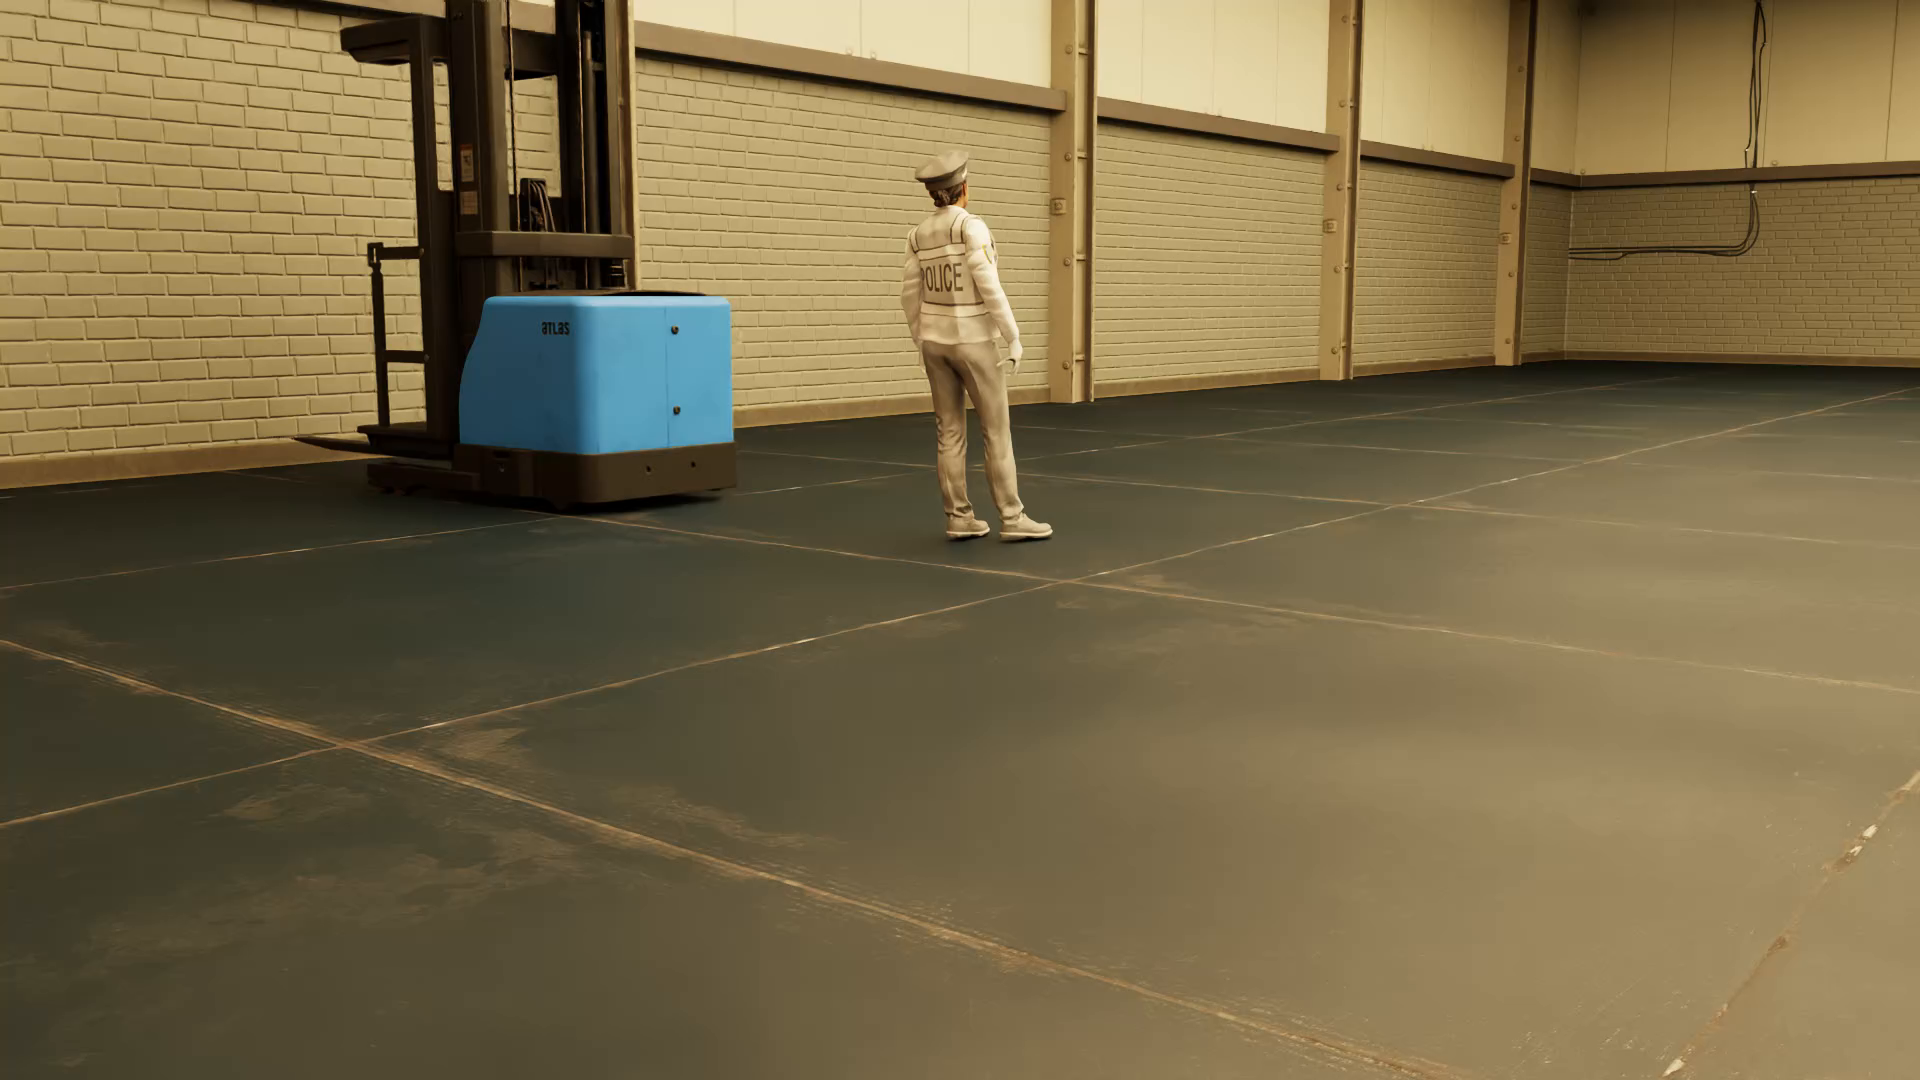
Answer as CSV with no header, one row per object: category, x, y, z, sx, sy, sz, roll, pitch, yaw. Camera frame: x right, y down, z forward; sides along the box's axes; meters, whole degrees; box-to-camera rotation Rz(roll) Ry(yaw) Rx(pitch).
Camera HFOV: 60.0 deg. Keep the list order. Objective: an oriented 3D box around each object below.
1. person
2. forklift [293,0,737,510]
person,0.049,-0.852,7.329,0.586,1.694,0.531,7,11,38
forklift,-2.658,-1.748,9.229,3.031,2.935,1.130,7,11,38
